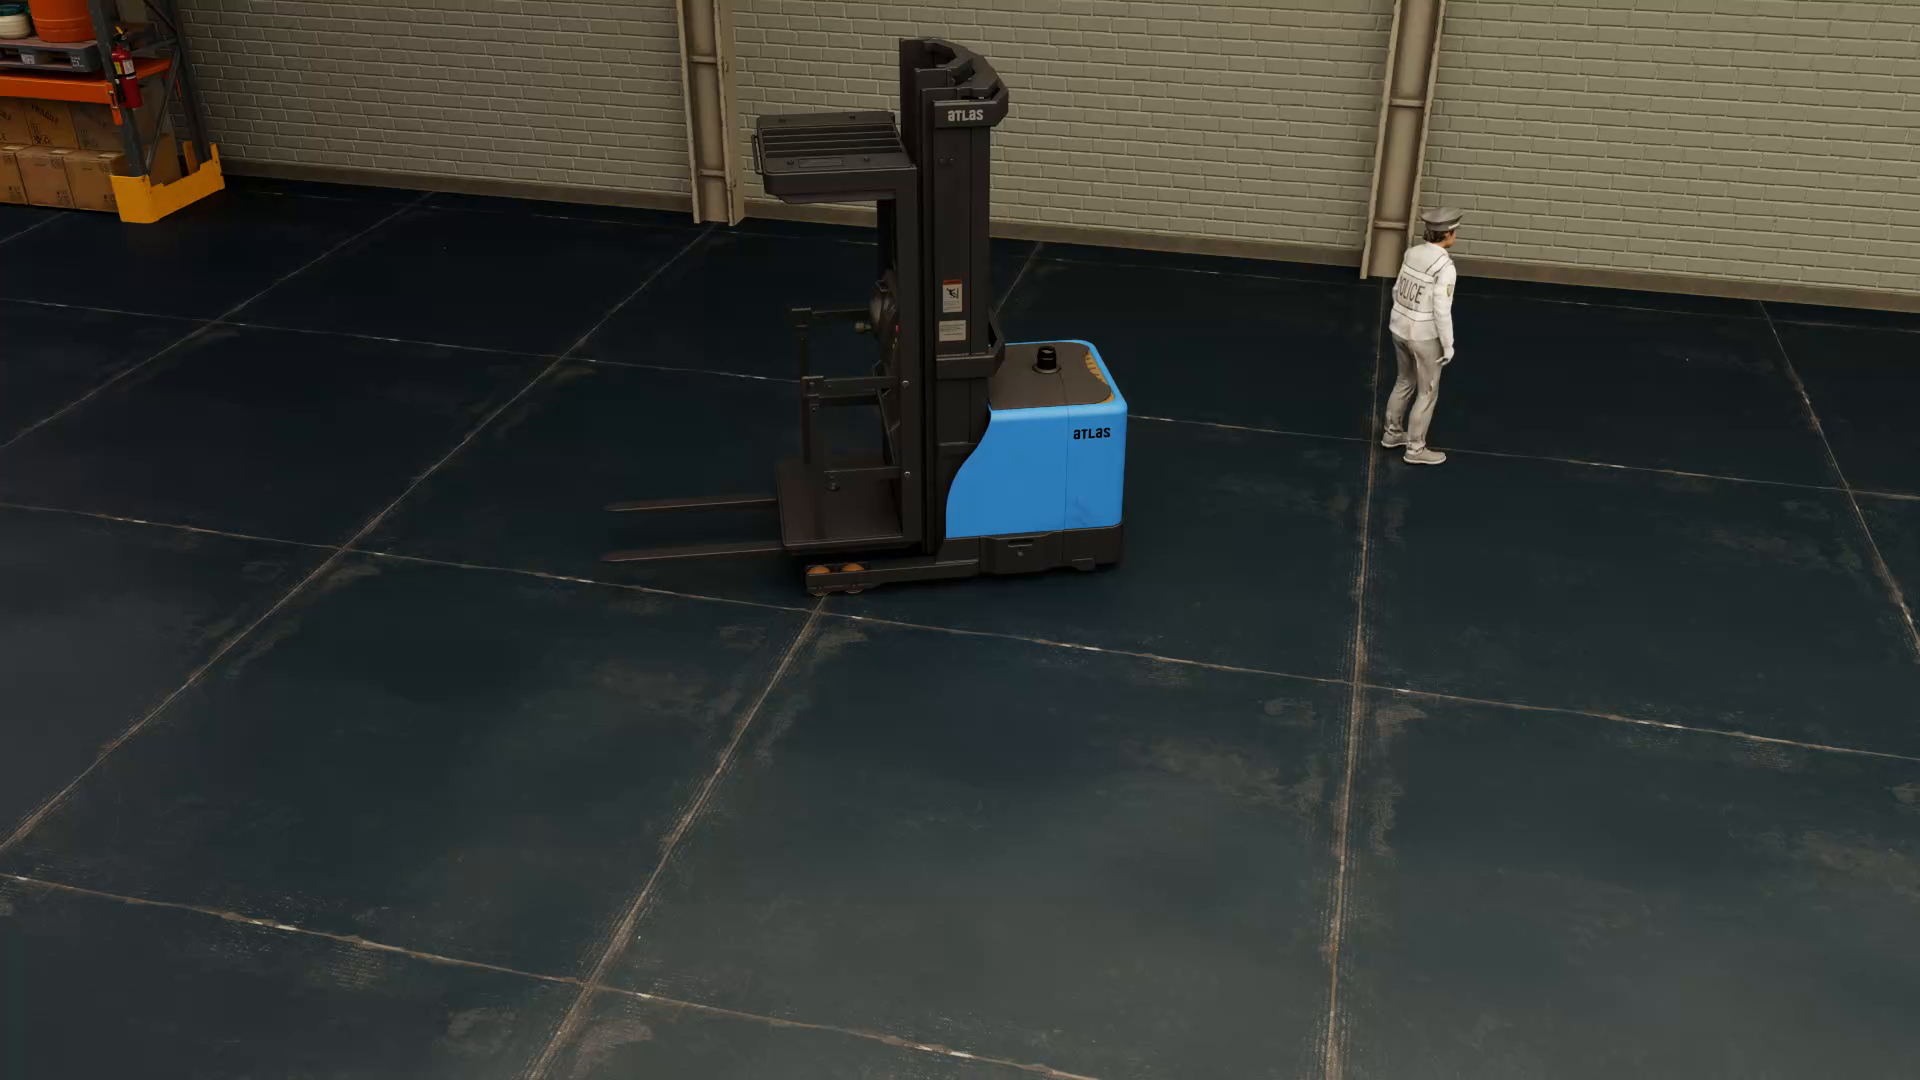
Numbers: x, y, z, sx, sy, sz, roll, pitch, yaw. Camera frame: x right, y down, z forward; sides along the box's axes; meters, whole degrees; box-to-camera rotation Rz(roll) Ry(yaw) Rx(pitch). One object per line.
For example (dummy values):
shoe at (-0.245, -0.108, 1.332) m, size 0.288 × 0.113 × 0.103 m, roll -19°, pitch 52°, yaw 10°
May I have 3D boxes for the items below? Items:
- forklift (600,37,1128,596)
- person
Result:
forklift at (-0.602, -1.232, 9.345) m, size 3.031 × 2.935 × 1.130 m, roll -4°, pitch 30°, yaw -7°
person at (2.995, -1.330, 10.803) m, size 0.371 × 1.666 × 0.544 m, roll -12°, pitch 32°, yaw -20°
